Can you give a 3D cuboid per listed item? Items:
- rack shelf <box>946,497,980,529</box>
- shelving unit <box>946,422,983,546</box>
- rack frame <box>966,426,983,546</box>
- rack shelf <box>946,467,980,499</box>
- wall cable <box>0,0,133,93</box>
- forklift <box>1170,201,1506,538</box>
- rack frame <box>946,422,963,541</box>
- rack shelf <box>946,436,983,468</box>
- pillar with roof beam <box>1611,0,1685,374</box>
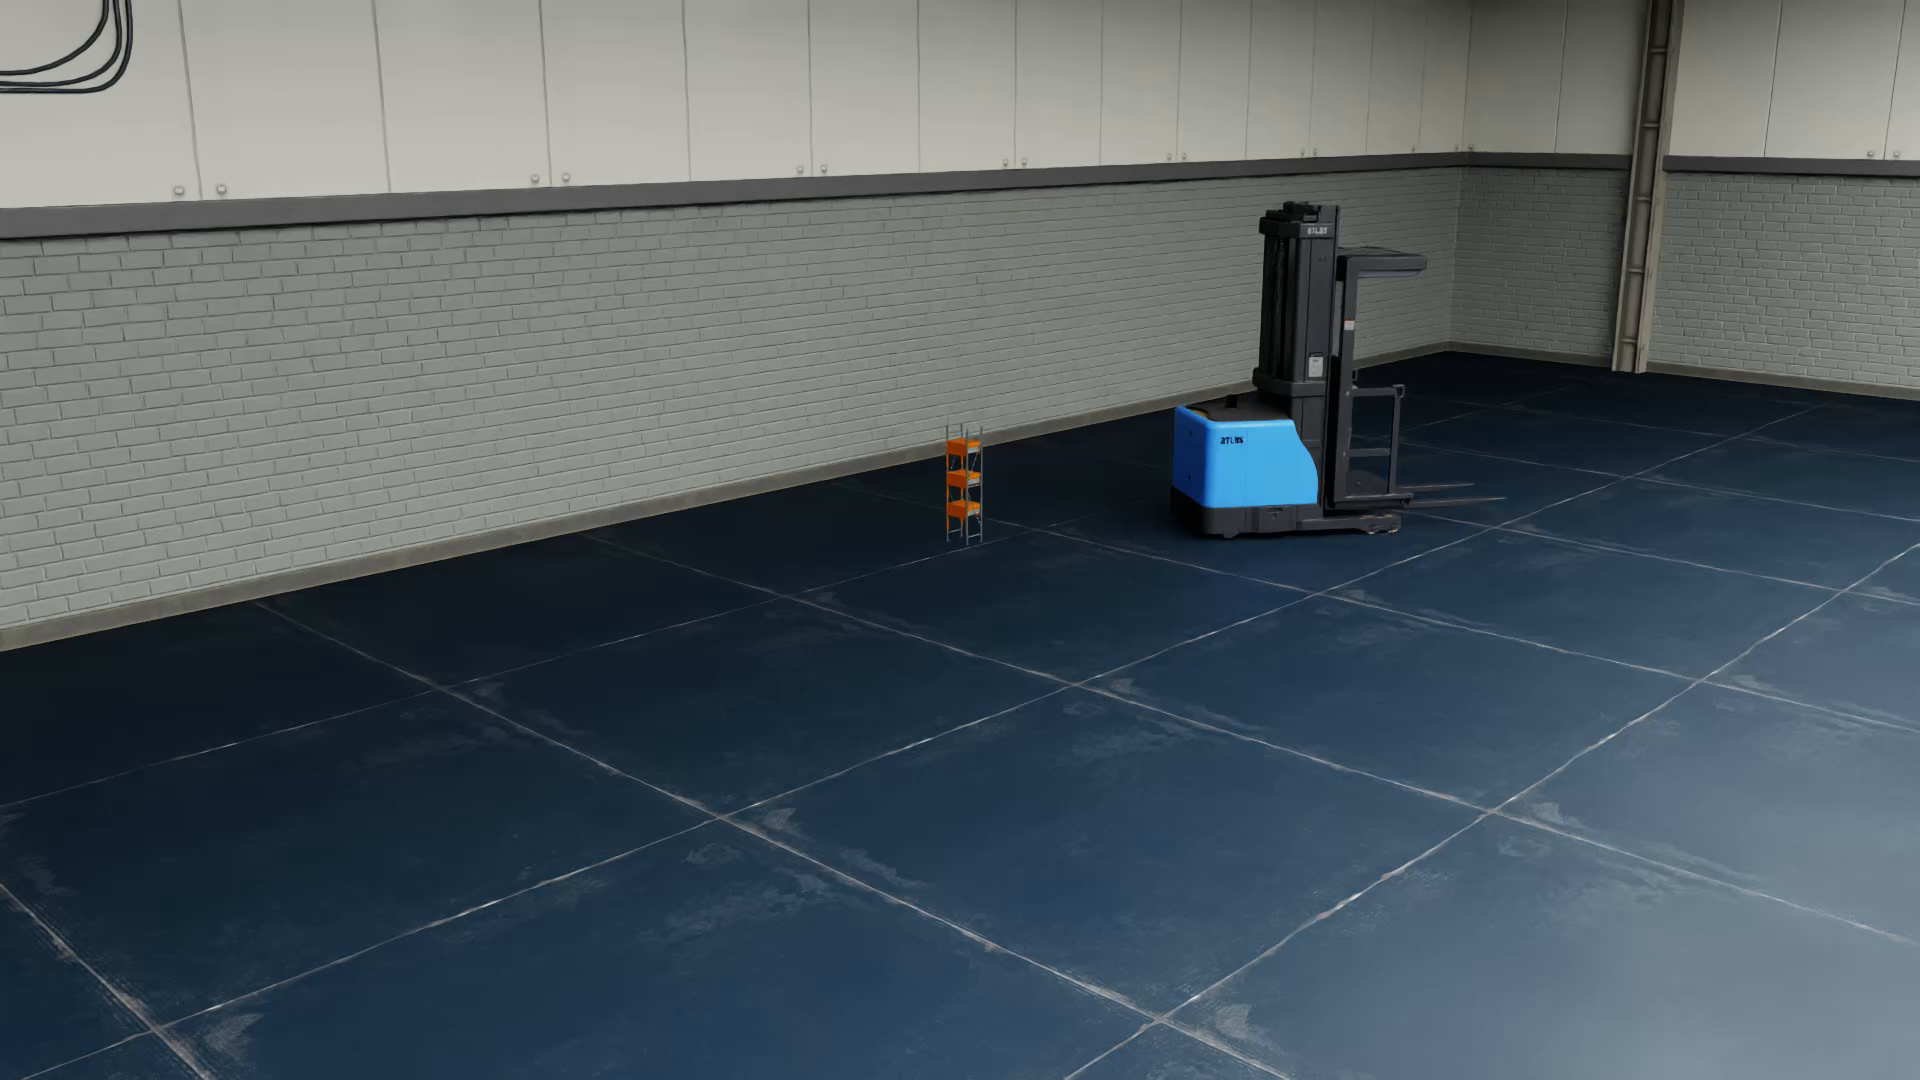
[{"bbox_3d":[0.039,-0.219,14.837,0.240,0.259,0.215,14,20,42],"label":"rack shelf"},{"bbox_3d":[0.039,-0.499,14.764,0.252,1.050,0.215,14,20,42],"label":"shelving unit"},{"bbox_3d":[0.126,-0.477,14.682,0.008,1.050,0.200,14,20,42],"label":"rack frame"},{"bbox_3d":[0.039,-0.488,14.766,0.240,0.259,0.215,14,20,42],"label":"rack shelf"},{"bbox_3d":[-6.622,-5.246,10.472,0.169,6.003,2.305,14,20,42],"label":"wall cable"},{"bbox_3d":[3.559,-1.599,15.257,3.031,2.935,1.130,-3,15,-11],"label":"forklift"},{"bbox_3d":[-0.049,-0.520,14.846,0.008,1.050,0.200,14,20,42],"label":"rack frame"},{"bbox_3d":[0.039,-0.763,14.695,0.240,0.259,0.215,14,20,42],"label":"rack shelf"},{"bbox_3d":[6.856,-6.060,20.343,0.400,9.000,9.100,14,20,42],"label":"pillar with roof beam"}]
